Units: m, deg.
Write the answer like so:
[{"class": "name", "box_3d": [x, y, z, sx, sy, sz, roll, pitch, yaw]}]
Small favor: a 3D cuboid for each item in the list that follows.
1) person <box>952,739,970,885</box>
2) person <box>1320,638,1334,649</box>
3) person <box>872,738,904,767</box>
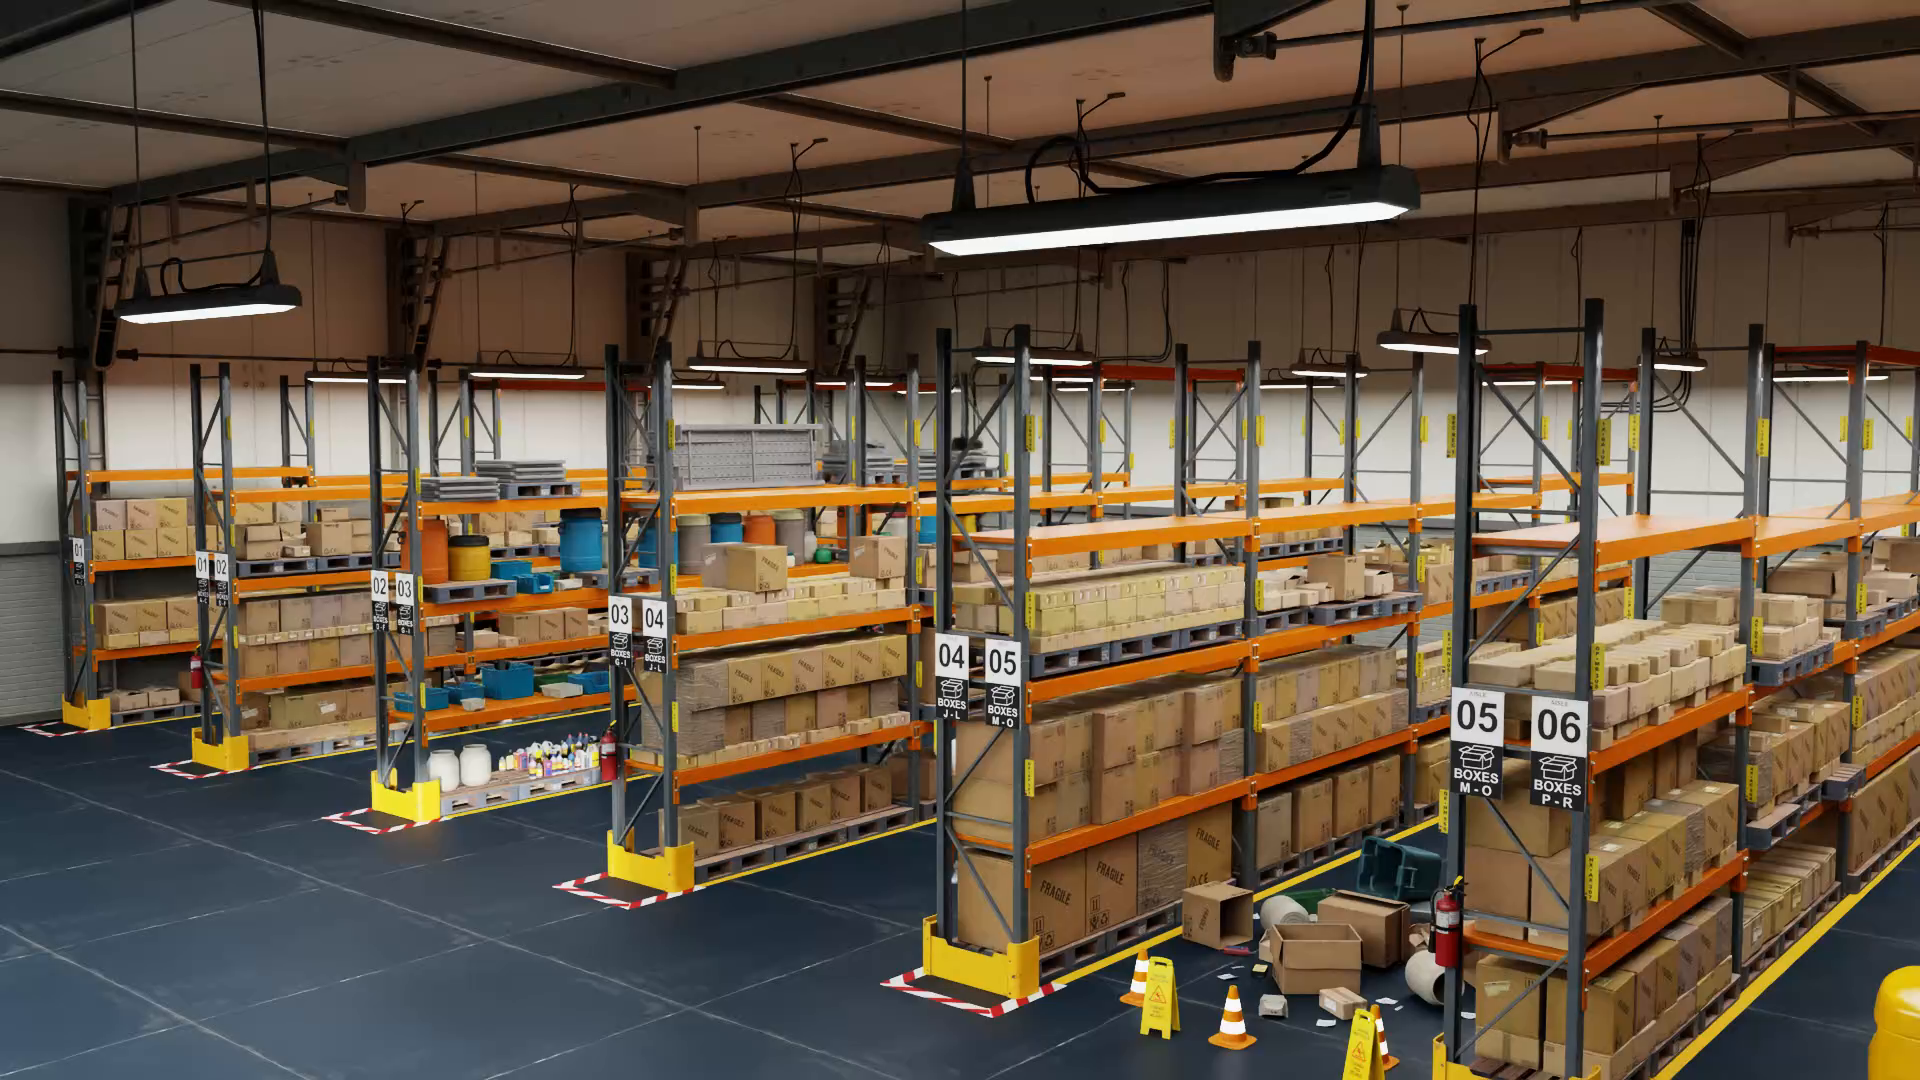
[{"class": "person", "box_3d": [0.113, 2.932, 18.897, 0.738, 1.853, 0.972, 2, 5, 25]}, {"class": "person", "box_3d": [5.870, 2.358, 26.525, 0.610, 1.805, 0.889, 3, 5, 36]}, {"class": "person", "box_3d": [-1.000, 2.546, 23.951, 0.651, 1.736, 0.684, 3, 5, 35]}]
